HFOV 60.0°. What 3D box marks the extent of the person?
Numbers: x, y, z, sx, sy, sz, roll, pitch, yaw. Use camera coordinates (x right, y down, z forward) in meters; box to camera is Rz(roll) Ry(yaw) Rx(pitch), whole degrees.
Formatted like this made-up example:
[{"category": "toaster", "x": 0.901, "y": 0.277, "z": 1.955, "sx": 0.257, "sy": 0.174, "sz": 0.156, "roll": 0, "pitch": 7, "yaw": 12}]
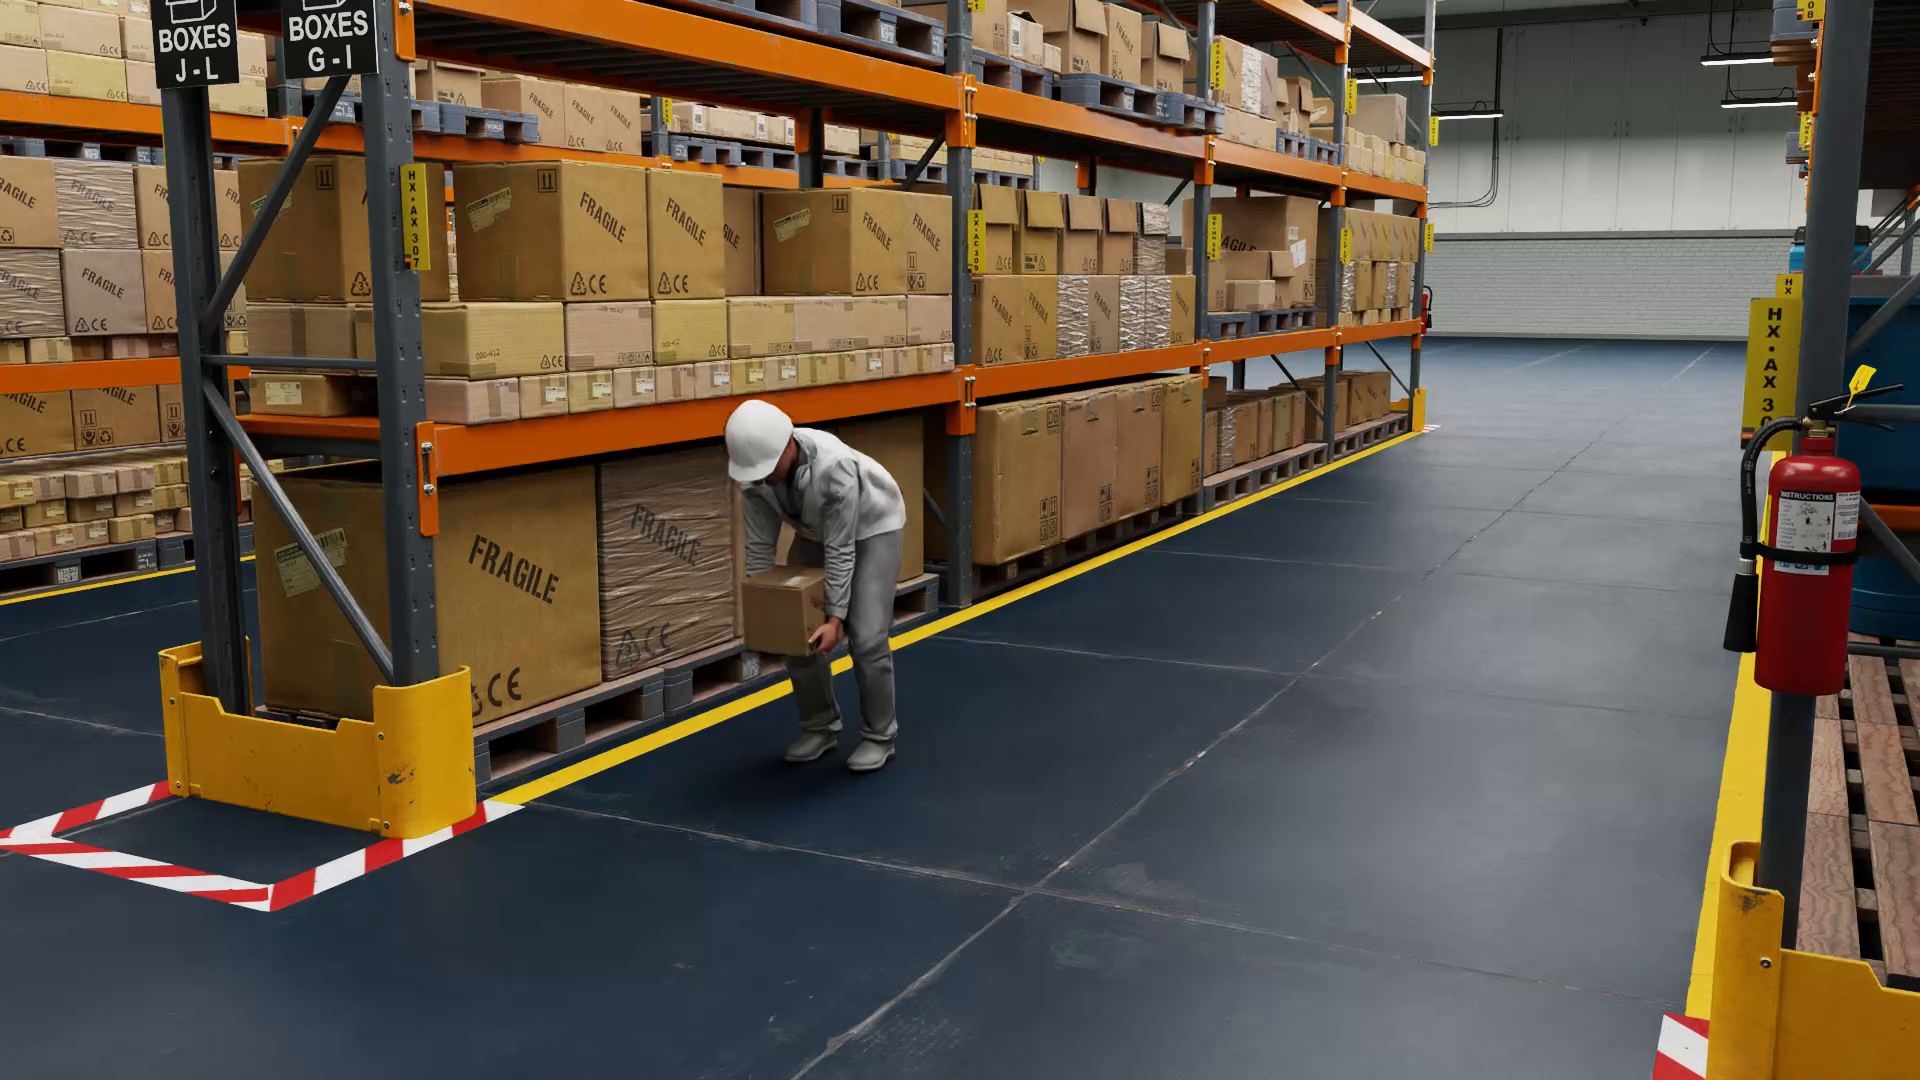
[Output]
[{"category": "person", "x": -0.530, "y": 0.171, "z": 5.940, "sx": 0.465, "sy": 1.389, "sz": 0.929, "roll": 4, "pitch": 10, "yaw": 25}]
